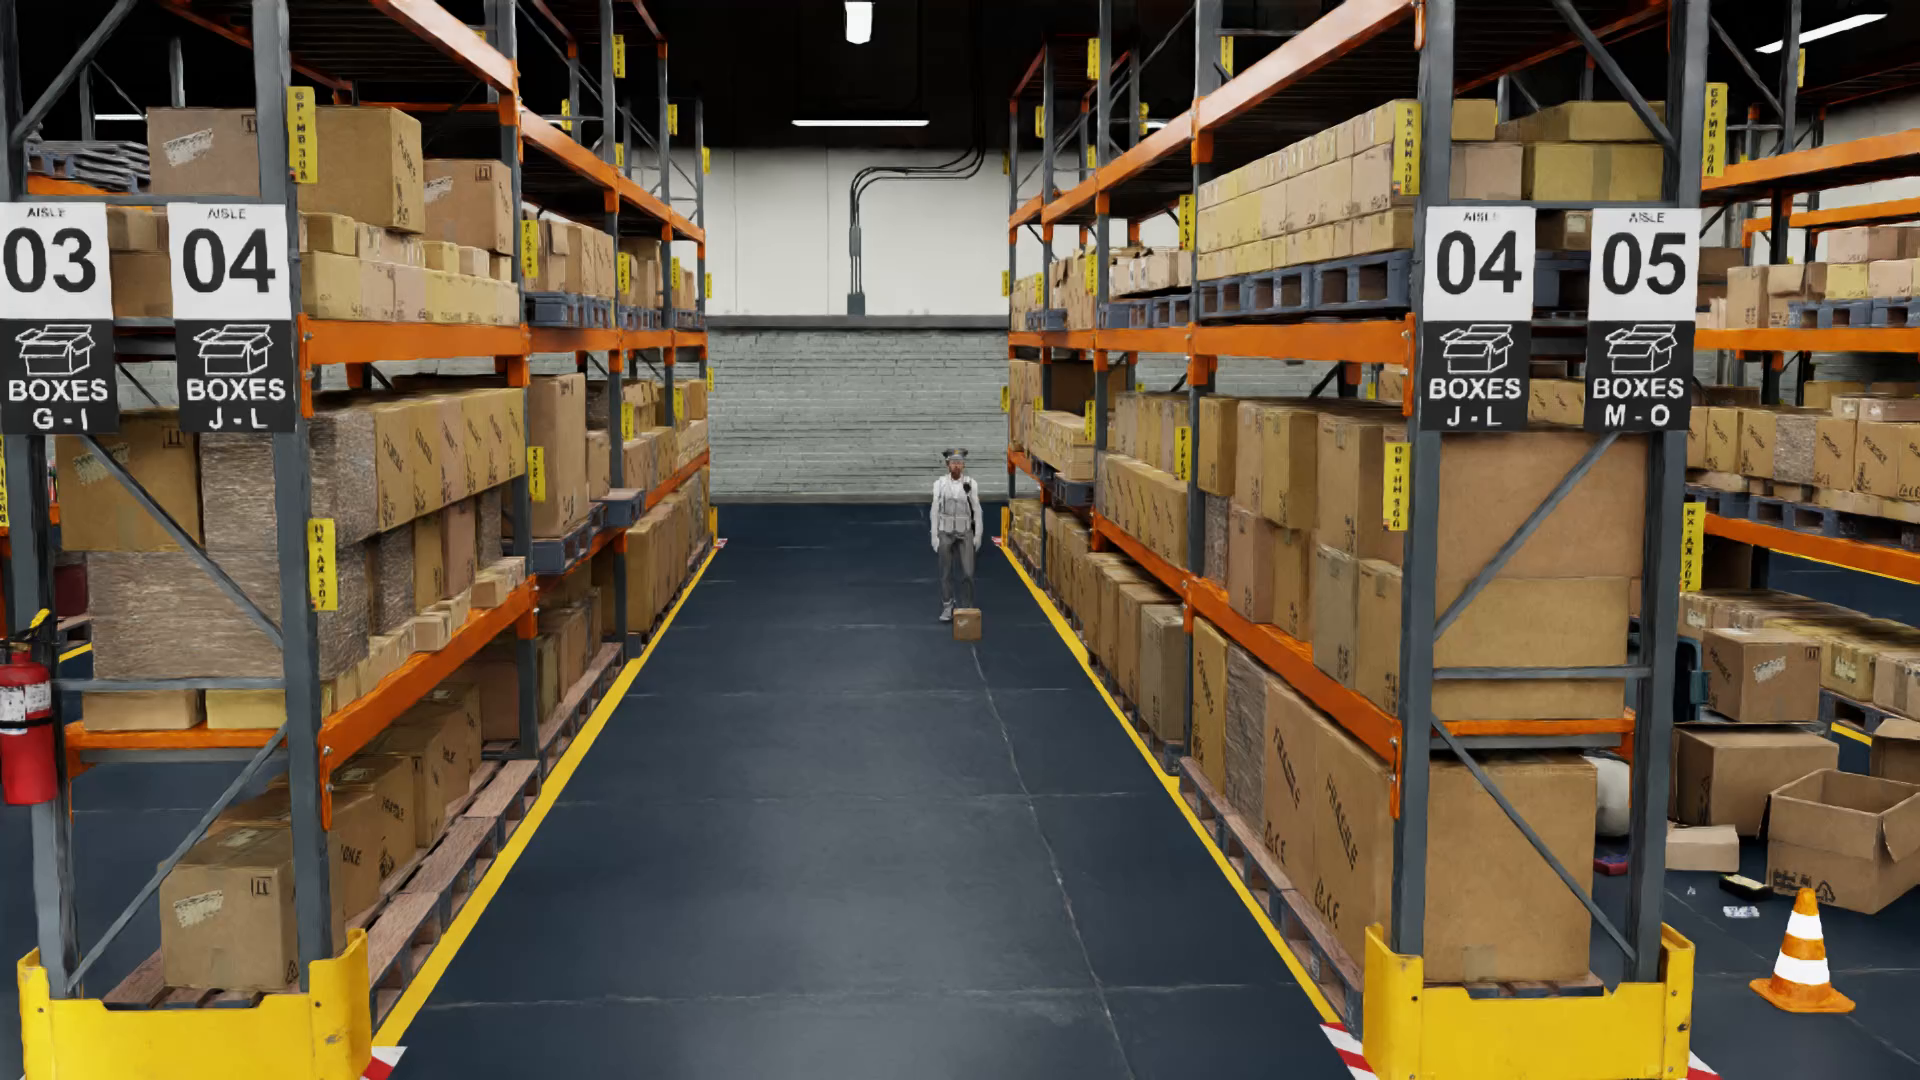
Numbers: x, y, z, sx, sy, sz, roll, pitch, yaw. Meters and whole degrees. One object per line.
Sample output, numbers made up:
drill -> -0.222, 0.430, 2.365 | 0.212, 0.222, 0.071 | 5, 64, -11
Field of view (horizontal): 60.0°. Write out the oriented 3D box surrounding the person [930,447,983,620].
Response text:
person -> -0.035, -0.065, 16.082 | 0.507, 1.683, 0.363 | 0, 7, 0
